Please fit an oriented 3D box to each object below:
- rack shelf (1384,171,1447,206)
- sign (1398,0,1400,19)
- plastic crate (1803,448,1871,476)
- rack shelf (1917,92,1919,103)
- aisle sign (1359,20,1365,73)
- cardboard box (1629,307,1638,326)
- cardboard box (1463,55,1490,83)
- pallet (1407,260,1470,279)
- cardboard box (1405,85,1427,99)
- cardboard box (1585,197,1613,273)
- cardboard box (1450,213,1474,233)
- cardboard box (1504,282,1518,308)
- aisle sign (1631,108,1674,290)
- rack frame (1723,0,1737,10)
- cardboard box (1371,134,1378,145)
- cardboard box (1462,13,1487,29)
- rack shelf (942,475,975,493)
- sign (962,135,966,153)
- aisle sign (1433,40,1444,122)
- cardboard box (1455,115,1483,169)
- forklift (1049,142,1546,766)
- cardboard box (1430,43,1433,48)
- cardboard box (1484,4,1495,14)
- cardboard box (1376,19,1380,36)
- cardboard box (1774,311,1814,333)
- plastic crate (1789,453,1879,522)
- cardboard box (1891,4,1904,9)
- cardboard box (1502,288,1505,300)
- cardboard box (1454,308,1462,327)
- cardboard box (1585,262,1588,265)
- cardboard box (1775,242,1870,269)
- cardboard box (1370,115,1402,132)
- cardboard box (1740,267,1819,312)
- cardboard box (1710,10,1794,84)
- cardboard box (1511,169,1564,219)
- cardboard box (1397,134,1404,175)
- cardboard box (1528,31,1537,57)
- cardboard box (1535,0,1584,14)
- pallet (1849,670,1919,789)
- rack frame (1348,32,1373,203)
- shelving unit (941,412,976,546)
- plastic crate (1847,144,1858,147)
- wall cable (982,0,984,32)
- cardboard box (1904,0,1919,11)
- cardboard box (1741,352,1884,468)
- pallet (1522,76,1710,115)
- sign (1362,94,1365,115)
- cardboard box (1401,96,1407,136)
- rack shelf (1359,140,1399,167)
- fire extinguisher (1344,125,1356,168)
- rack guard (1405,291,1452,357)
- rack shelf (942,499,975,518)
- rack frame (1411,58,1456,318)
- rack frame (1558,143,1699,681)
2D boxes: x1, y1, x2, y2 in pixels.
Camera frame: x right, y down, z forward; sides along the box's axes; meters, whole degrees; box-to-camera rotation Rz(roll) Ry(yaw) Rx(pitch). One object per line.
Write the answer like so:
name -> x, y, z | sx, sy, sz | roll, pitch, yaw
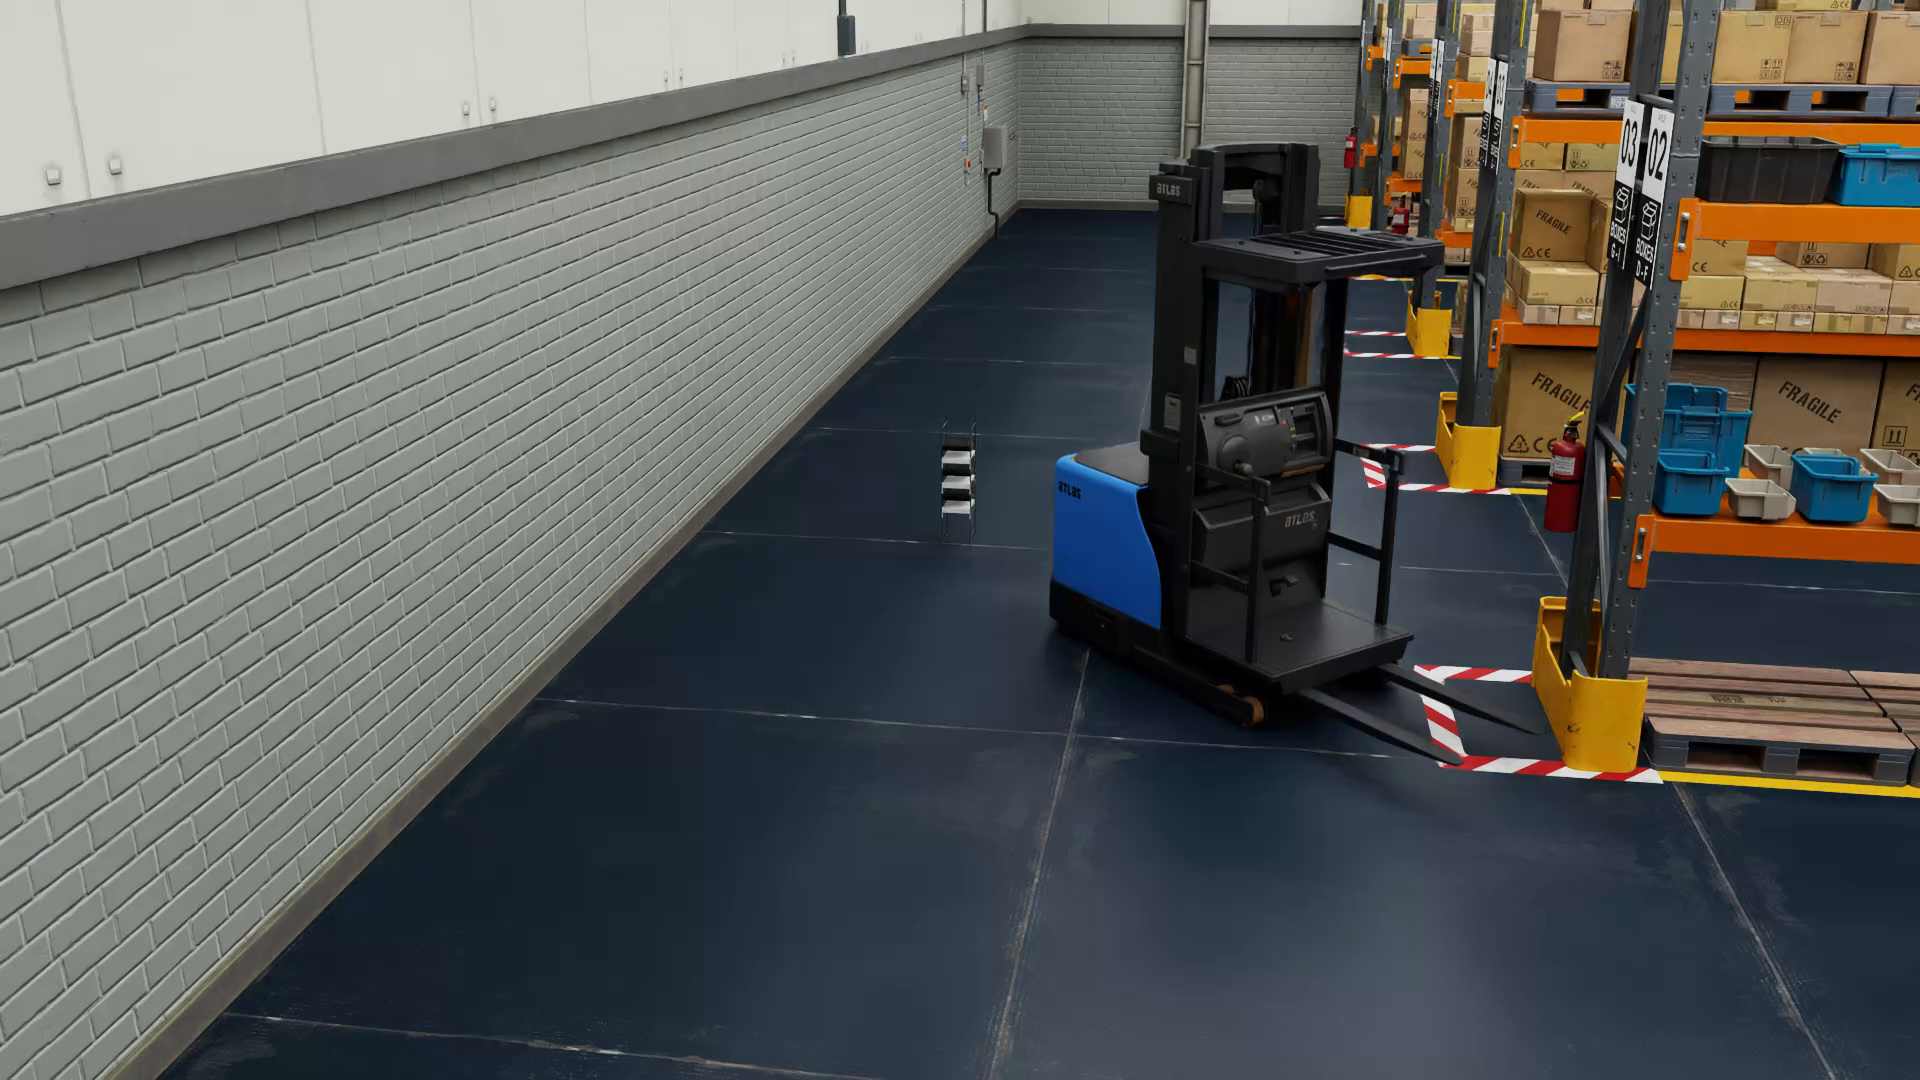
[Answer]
rack shelf -> 7.666, -4.660, 22.138 | 4.000, 0.370, 1.077 | 3, 19, 9
sign -> 5.598, -6.803, 21.179 | 0.005, 0.325, 0.100 | 3, 19, 9
plastic crate -> 4.452, -0.346, 8.430 | 0.243, 0.136, 0.396 | 3, 19, 9
rack shelf -> 10.930, -4.326, 16.410 | 4.000, 0.370, 1.077 | 3, 19, 9
aisle sign -> 6.361, -7.802, 26.295 | 0.004, 0.787, 0.394 | 3, 19, 9
cardboard box -> 5.182, -1.719, 12.610 | 0.250, 0.149, 0.380 | 3, 19, 8
cardboard box -> 5.409, -4.795, 16.916 | 0.500, 0.250, 0.500 | 4, 19, 11
pallet -> 6.494, -3.764, 22.720 | 1.213, 0.211, 1.003 | 3, 19, 9
cardboard box -> 6.078, -5.976, 22.181 | 0.250, 0.149, 0.380 | 3, 19, 9
cardboard box -> 5.045, -2.289, 12.503 | 0.500, 0.500, 0.500 | 2, 19, 7
cardboard box -> 5.274, -3.308, 17.359 | 0.250, 0.149, 0.380 | 3, 19, 8
cardboard box -> 4.524, -1.964, 13.340 | 0.250, 0.149, 0.380 | 3, 19, 10
aisle sign -> 3.216, -1.589, 7.728 | 0.004, 0.787, 0.394 | 3, 19, 9
rack frame -> 9.641, -7.746, 20.771 | 0.127, 3.000, 1.000 | 3, 19, 9
cardboard box -> 6.756, -6.436, 26.706 | 0.250, 0.149, 0.380 | 3, 19, 8
cardboard box -> 5.381, -5.399, 17.305 | 0.250, 0.149, 0.380 | 3, 19, 8
rack shelf -> -0.008, -0.396, 11.672 | 0.200, 0.077, 0.258 | 3, 19, 9
sign -> 0.053, -5.495, 23.072 | 0.001, 0.218, 0.327 | 3, 19, 9
aisle sign -> 4.887, -4.689, 16.992 | 0.004, 0.787, 0.394 | 3, 19, 9
cardboard box -> 5.408, -4.103, 17.137 | 0.500, 0.500, 0.500 | 3, 19, 8
forklift -> 1.790, -0.565, 8.873 | 1.130, 2.935, 3.031 | -12, 22, -32
cardboard box -> 7.497, -7.804, 26.068 | 0.250, 0.149, 0.380 | 3, 19, 10
cardboard box -> 8.376, -8.211, 25.868 | 0.500, 0.250, 0.500 | 3, 19, 10
cardboard box -> 6.958, -8.213, 26.661 | 0.500, 0.250, 0.500 | 3, 19, 8
cardboard box -> 6.196, -1.667, 12.455 | 0.250, 0.149, 0.380 | 3, 19, 10
plastic crate -> 4.176, -0.246, 7.981 | 0.300, 0.233, 0.416 | 3, 19, 9
cardboard box -> 11.804, -6.366, 20.556 | 0.500, 0.500, 0.500 | 3, 19, 9
cardboard box -> 5.761, -2.567, 17.640 | 0.250, 0.149, 0.380 | 3, 19, 10
cardboard box -> 5.559, -2.432, 18.176 | 0.250, 0.149, 0.380 | 3, 19, 10
cardboard box -> 5.141, -2.100, 13.121 | 0.500, 0.250, 0.500 | 3, 19, 8
cardboard box -> 6.637, -2.378, 12.768 | 0.500, 0.500, 0.500 | 2, 19, 7
cardboard box -> 6.972, -6.787, 27.129 | 0.500, 0.250, 0.500 | 3, 19, 10
cardboard box -> 6.077, -1.884, 12.473 | 0.500, 0.250, 0.500 | 3, 19, 8
cardboard box -> 5.696, -3.628, 12.213 | 0.500, 0.500, 0.700 | 2, 19, 5
cardboard box -> 5.938, -3.607, 17.229 | 0.500, 0.500, 0.500 | 3, 19, 9
cardboard box -> 6.210, -5.208, 22.484 | 0.500, 0.500, 0.500 | 3, 19, 9
cardboard box -> 5.914, -5.005, 16.756 | 0.500, 0.250, 0.500 | 3, 19, 8
cardboard box -> 7.658, -6.670, 21.307 | 0.500, 0.500, 0.500 | 3, 19, 10
pallet -> 5.343, 0.992, 8.504 | 1.213, 0.211, 1.003 | 3, 19, 9
rack frame -> 6.475, -6.657, 26.973 | 0.127, 3.000, 1.000 | 3, 19, 9
shelving unit -> -0.008, -0.427, 11.662 | 0.210, 0.900, 0.258 | 3, 19, 9
plastic crate -> 4.353, -1.808, 8.085 | 0.336, 0.188, 0.450 | 3, 19, 9
wall cable -> 0.153, -8.381, 22.668 | 0.029, 3.000, 2.355 | 3, 19, 9
cardboard box -> 7.142, -3.918, 11.898 | 0.500, 0.250, 0.500 | 2, 19, 5
cardboard box -> 6.542, -1.091, 13.024 | 0.875, 0.875, 0.875 | 3, 19, 9
pallet -> 4.854, -3.344, 12.482 | 1.213, 0.211, 1.003 | 3, 19, 9
sign -> 6.389, -6.898, 26.327 | 0.005, 0.325, 0.100 | 3, 19, 9
cardboard box -> 6.206, -5.674, 22.300 | 0.500, 0.500, 0.500 | 4, 19, 10
rack shelf -> 8.450, -6.216, 26.786 | 4.000, 0.370, 1.077 | 3, 19, 9
fire extinguisher -> 6.257, -6.306, 26.633 | 0.183, 0.674, 0.296 | 3, 19, 9
rack guard -> 5.081, -2.357, 18.060 | 0.348, 0.500, 1.175 | 3, 19, 9
rack shelf -> -0.008, -0.225, 11.729 | 0.200, 0.077, 0.258 | 3, 19, 9
rack frame -> 5.006, -3.546, 17.675 | 0.127, 3.000, 1.000 | 3, 19, 9
rack frame -> 3.334, -0.446, 8.408 | 0.127, 3.000, 1.000 | 3, 19, 9
